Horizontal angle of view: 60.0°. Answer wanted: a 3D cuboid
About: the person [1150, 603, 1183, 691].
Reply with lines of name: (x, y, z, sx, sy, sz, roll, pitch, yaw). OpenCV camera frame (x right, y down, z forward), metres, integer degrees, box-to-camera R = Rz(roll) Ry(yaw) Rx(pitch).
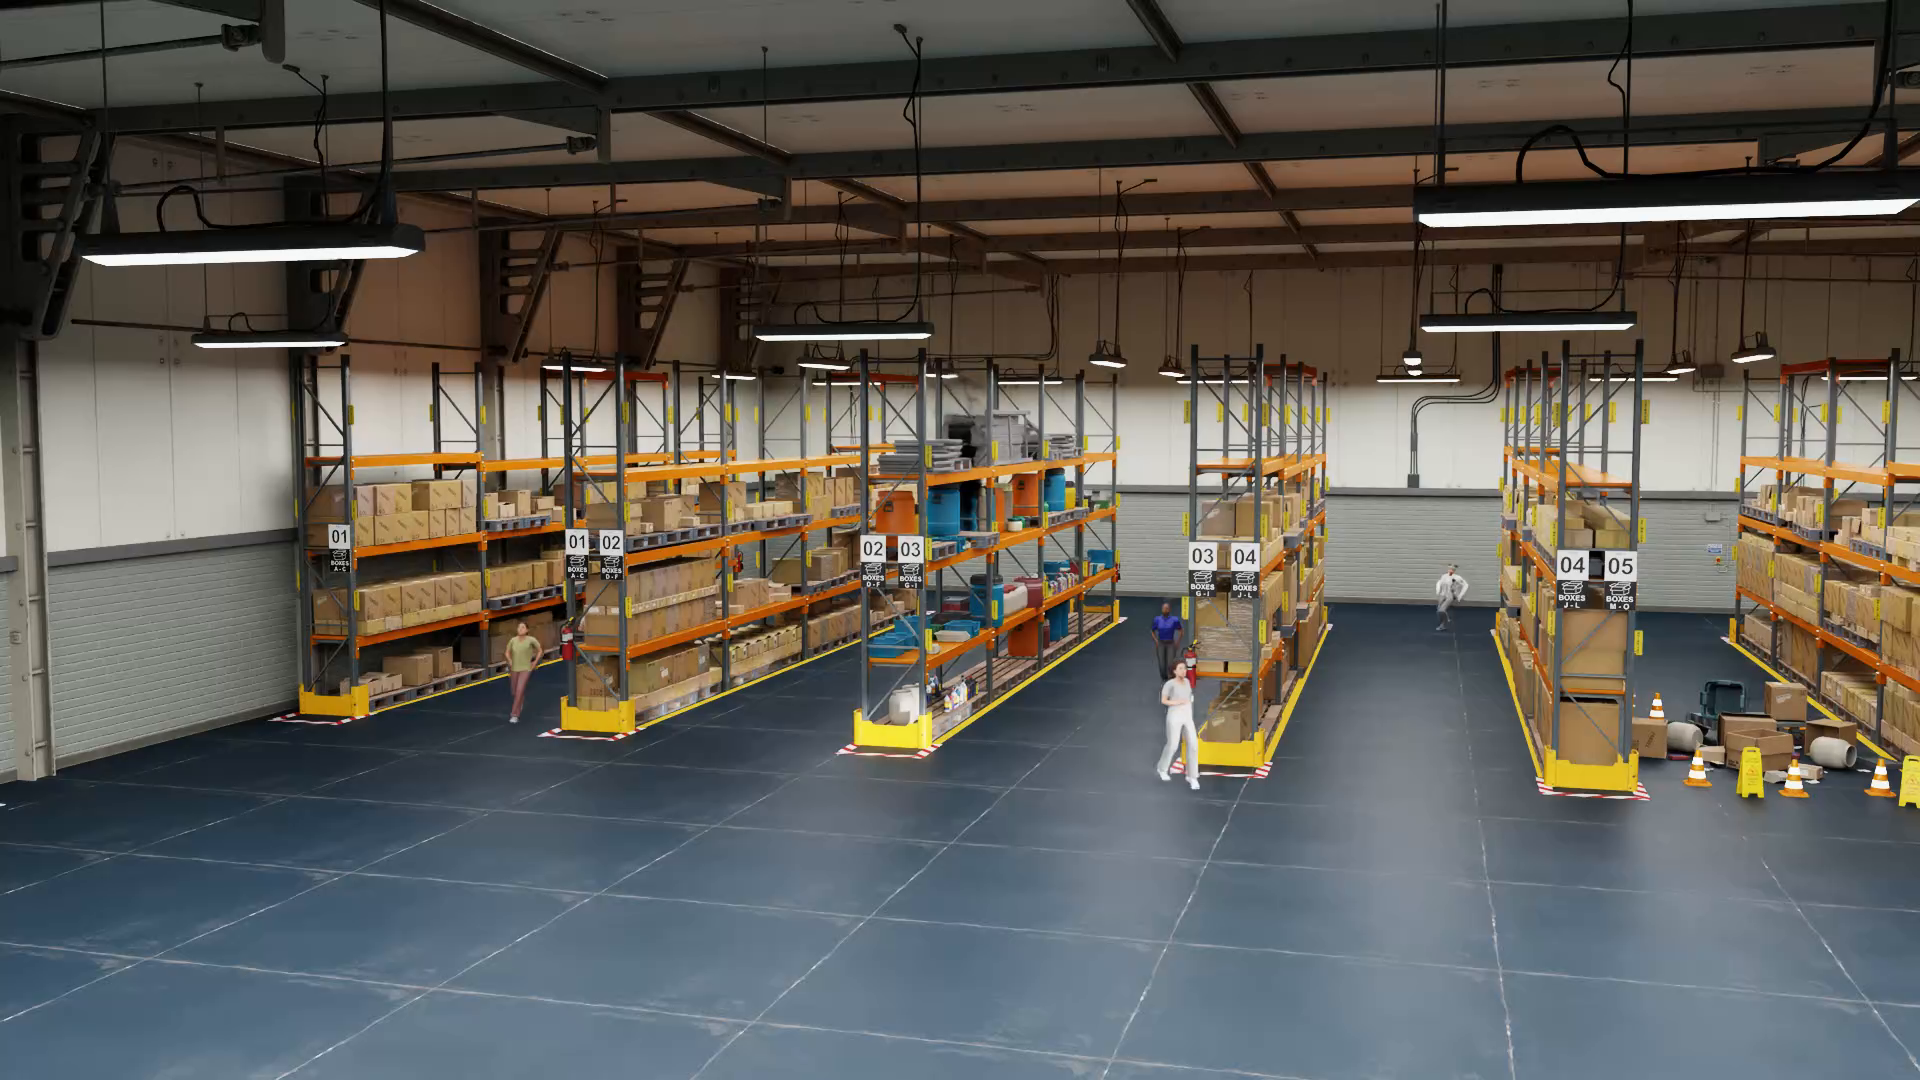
person: (3.724, 1.941, 30.119, 0.585, 1.623, 0.540, 1, 4, 14)

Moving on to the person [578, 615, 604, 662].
person: (-6.554, 1.845, 29.878, 0.665, 1.747, 1.010, 1, 4, 9)

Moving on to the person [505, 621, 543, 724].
person: (-7.176, 2.146, 27.356, 0.605, 1.653, 0.819, 0, 4, 0)

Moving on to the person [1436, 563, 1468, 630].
person: (11.311, 1.321, 38.569, 0.596, 1.595, 0.676, -3, 6, -39)

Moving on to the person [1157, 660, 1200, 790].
person: (2.944, 2.481, 22.486, 0.565, 1.736, 0.757, -2, 5, -26)
